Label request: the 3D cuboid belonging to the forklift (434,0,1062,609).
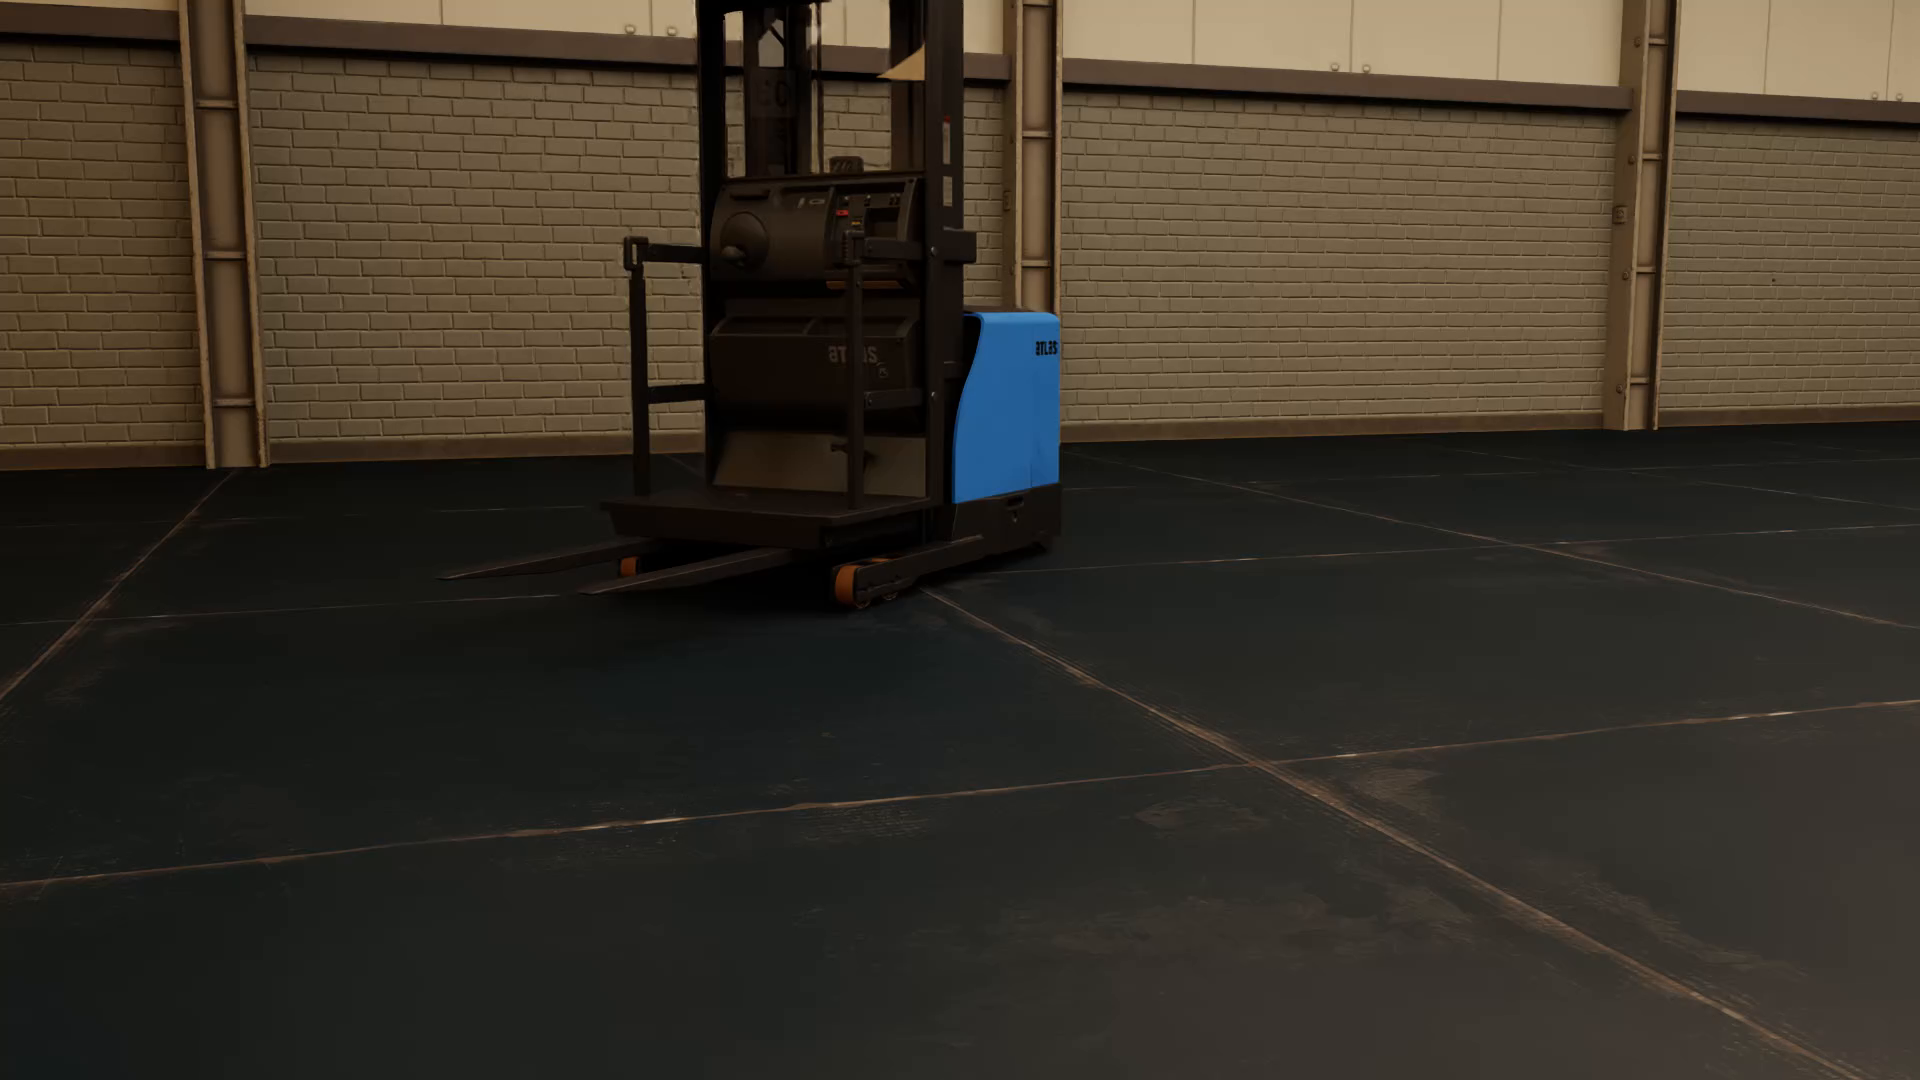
[{"bbox_3d":[-0.686,-1.269,6.376,1.130,2.935,3.031,4,9,28],"label":"forklift"}]
